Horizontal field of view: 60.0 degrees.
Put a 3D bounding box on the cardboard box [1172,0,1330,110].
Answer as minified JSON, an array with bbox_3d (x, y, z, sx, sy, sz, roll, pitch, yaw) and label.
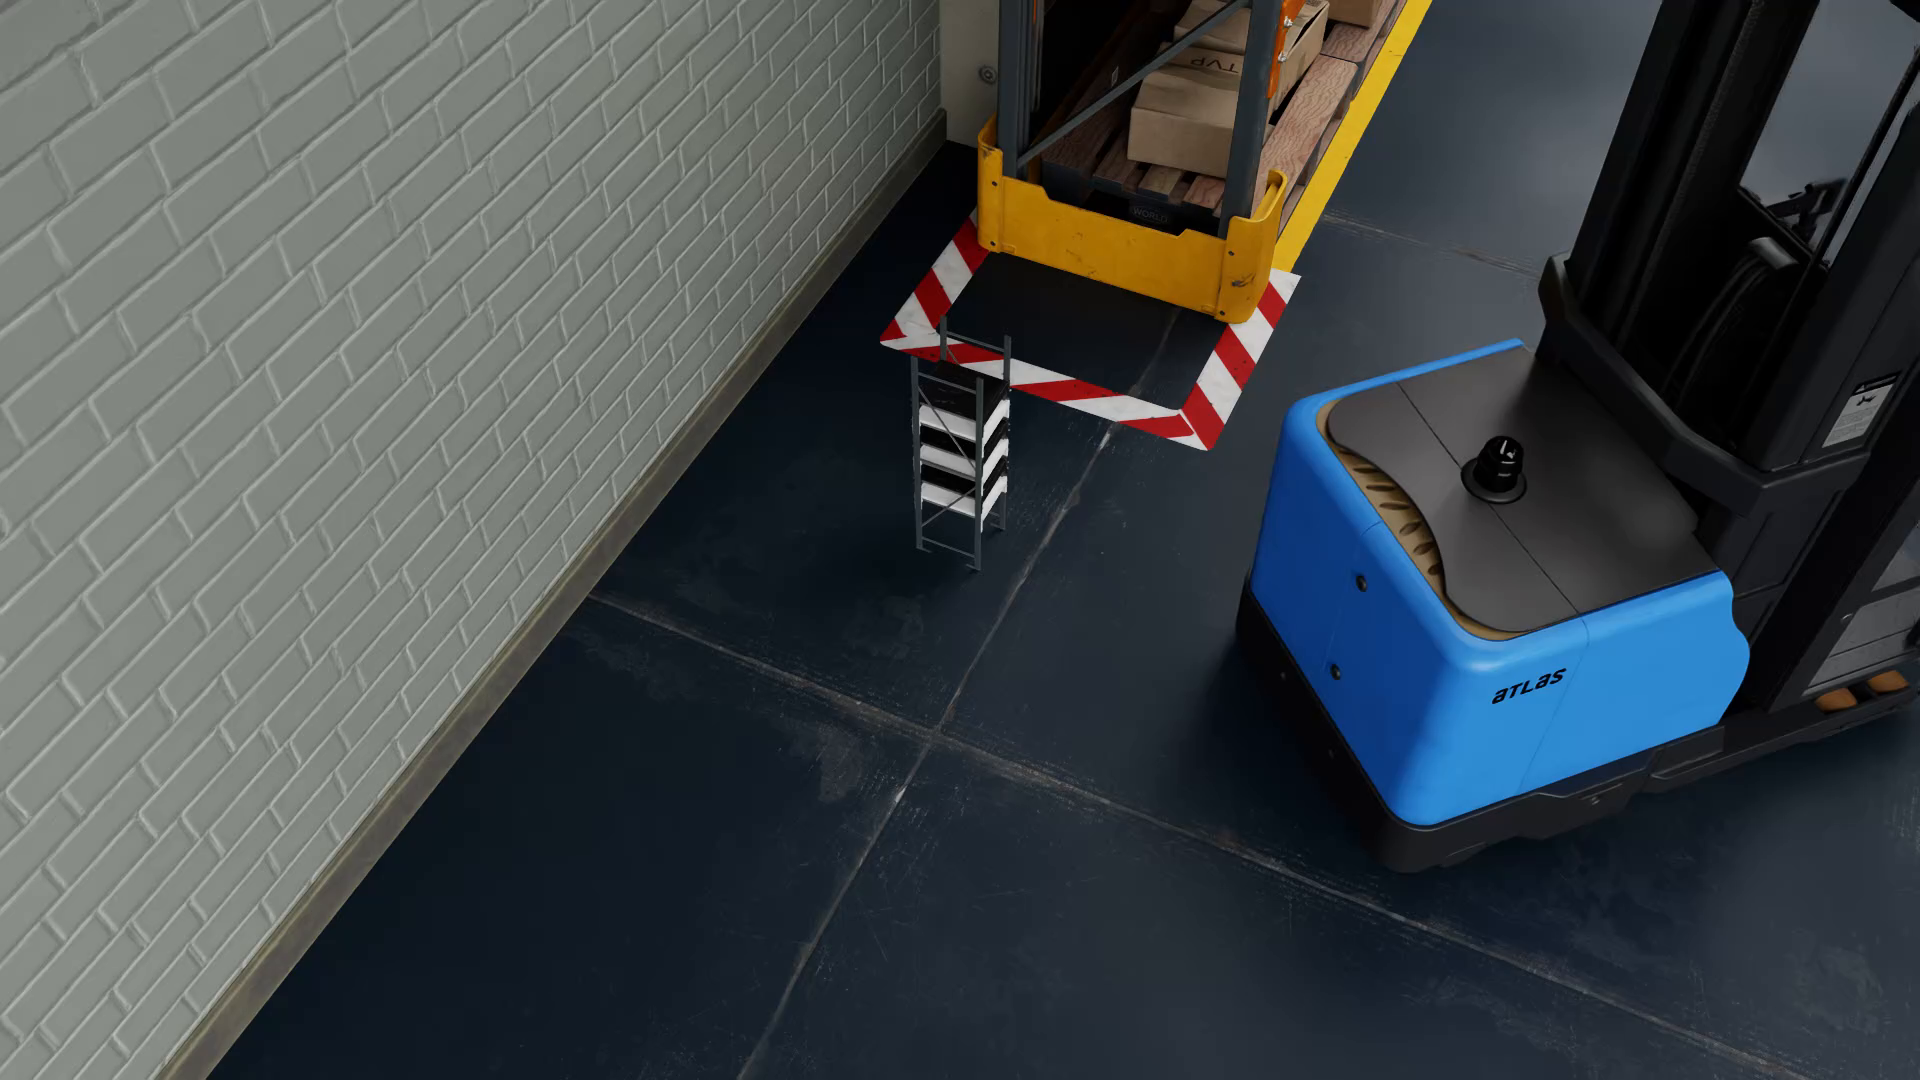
[{"bbox_3d":[1.237,-2.162,7.097,0.500,0.311,0.500,24,54,19],"label":"cardboard box"}]

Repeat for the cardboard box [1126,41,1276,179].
[{"bbox_3d":[0.994,-1.770,6.763,0.500,0.311,0.500,14,51,12],"label":"cardboard box"}]

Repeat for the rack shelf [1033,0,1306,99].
[{"bbox_3d":[1.471,-3.195,6.972,1.077,0.370,4.000,20,52,16],"label":"rack shelf"}]

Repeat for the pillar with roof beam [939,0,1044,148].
[{"bbox_3d":[4.026,-3.358,2.699,9.100,9.000,0.400,20,52,16],"label":"pillar with roof beam"}]

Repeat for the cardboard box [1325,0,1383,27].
[{"bbox_3d":[1.596,-2.712,7.441,0.700,0.500,0.500,17,52,14],"label":"cardboard box"}]

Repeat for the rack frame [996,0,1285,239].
[{"bbox_3d":[0.617,-2.051,5.526,1.000,3.000,0.127,20,52,16],"label":"rack frame"}]

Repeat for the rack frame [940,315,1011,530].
[{"bbox_3d":[0.047,-0.367,5.472,0.240,0.900,0.006,20,52,16],"label":"rack frame"}]

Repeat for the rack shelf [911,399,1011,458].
[{"bbox_3d":[0.003,-0.392,5.300,0.258,0.077,0.200,20,52,16],"label":"rack shelf"}]

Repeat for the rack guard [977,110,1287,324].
[{"bbox_3d":[0.649,-1.293,6.522,1.175,0.500,0.348,20,52,16],"label":"rack guard"}]

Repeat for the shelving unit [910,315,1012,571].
[{"bbox_3d":[0.003,-0.297,5.412,0.258,0.900,0.210,20,52,16],"label":"shelving unit"}]

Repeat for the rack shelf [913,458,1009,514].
[{"bbox_3d":[0.003,-0.217,5.506,0.258,0.077,0.200,20,52,16],"label":"rack shelf"}]

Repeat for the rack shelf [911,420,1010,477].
[{"bbox_3d":[0.003,-0.334,5.369,0.258,0.077,0.200,20,52,16],"label":"rack shelf"}]

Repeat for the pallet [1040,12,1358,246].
[{"bbox_3d":[1.028,-1.748,7.099,1.003,0.211,1.213,20,52,16],"label":"pallet"}]

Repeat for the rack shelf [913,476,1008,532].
[{"bbox_3d":[0.003,-0.159,5.575,0.258,0.077,0.200,20,52,16],"label":"rack shelf"}]

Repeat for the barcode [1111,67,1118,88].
[{"bbox_3d":[0.640,-1.915,6.881,0.001,0.075,0.075,20,52,16],"label":"barcode"}]

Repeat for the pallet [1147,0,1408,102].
[{"bbox_3d":[1.551,-2.585,7.811,1.003,0.211,1.213,20,52,16],"label":"pallet"}]

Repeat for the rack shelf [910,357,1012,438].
[{"bbox_3d":[0.003,-0.451,5.232,0.258,0.077,0.200,20,52,16],"label":"rack shelf"}]

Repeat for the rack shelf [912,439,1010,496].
[{"bbox_3d":[0.003,-0.276,5.437,0.258,0.077,0.200,20,52,16],"label":"rack shelf"}]

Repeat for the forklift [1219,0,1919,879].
[{"bbox_3d":[2.412,-0.679,4.403,3.031,2.935,1.130,-16,52,-13],"label":"forklift"}]

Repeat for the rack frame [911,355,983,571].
[{"bbox_3d":[-0.040,-0.227,5.352,0.240,0.900,0.006,20,52,16],"label":"rack frame"}]
